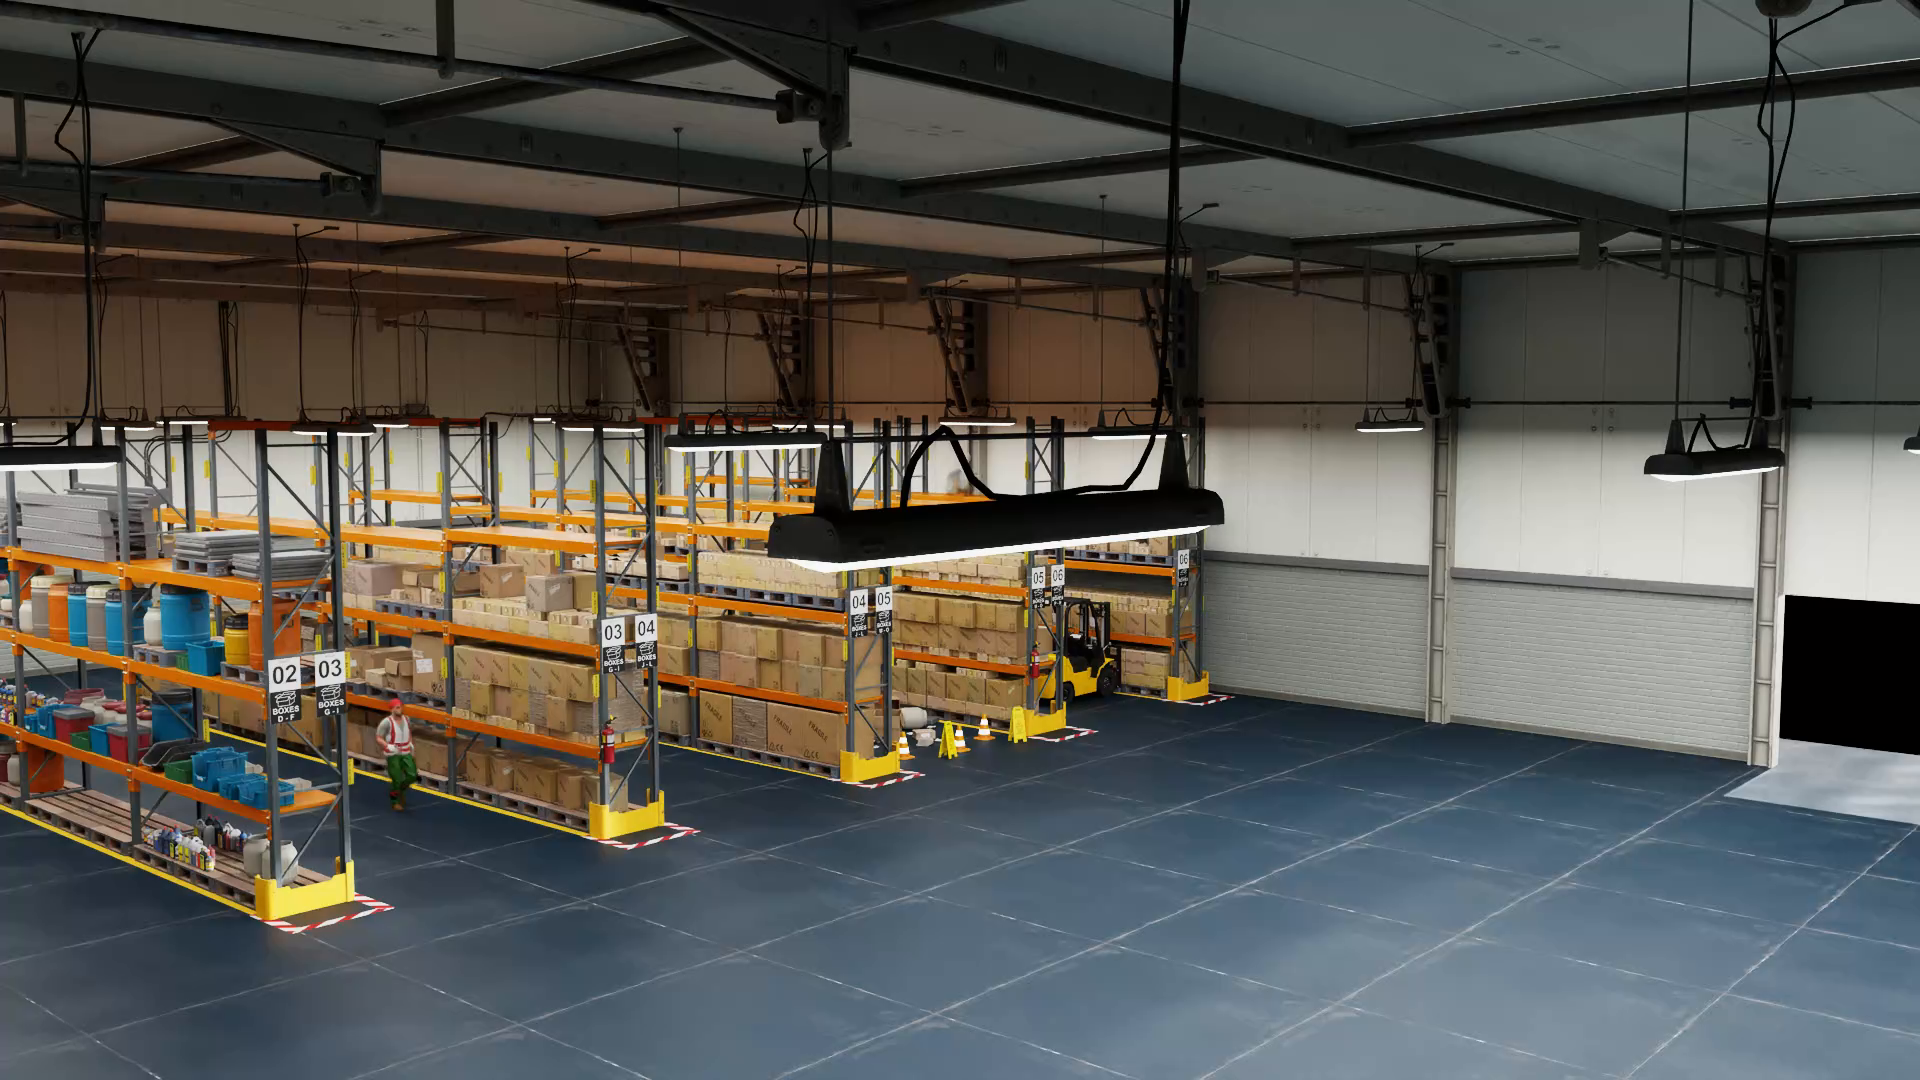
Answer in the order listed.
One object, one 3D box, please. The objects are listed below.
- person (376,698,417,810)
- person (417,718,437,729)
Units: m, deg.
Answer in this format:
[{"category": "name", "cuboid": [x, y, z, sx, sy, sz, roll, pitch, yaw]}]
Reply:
[{"category": "person", "cuboid": [-8.679, 3.318, 25.707, 0.572, 1.746, 0.661, 4, 6, 42]}, {"category": "person", "cuboid": [-10.095, 2.805, 31.535, 0.835, 1.837, 0.649, 3, 6, 34]}]
